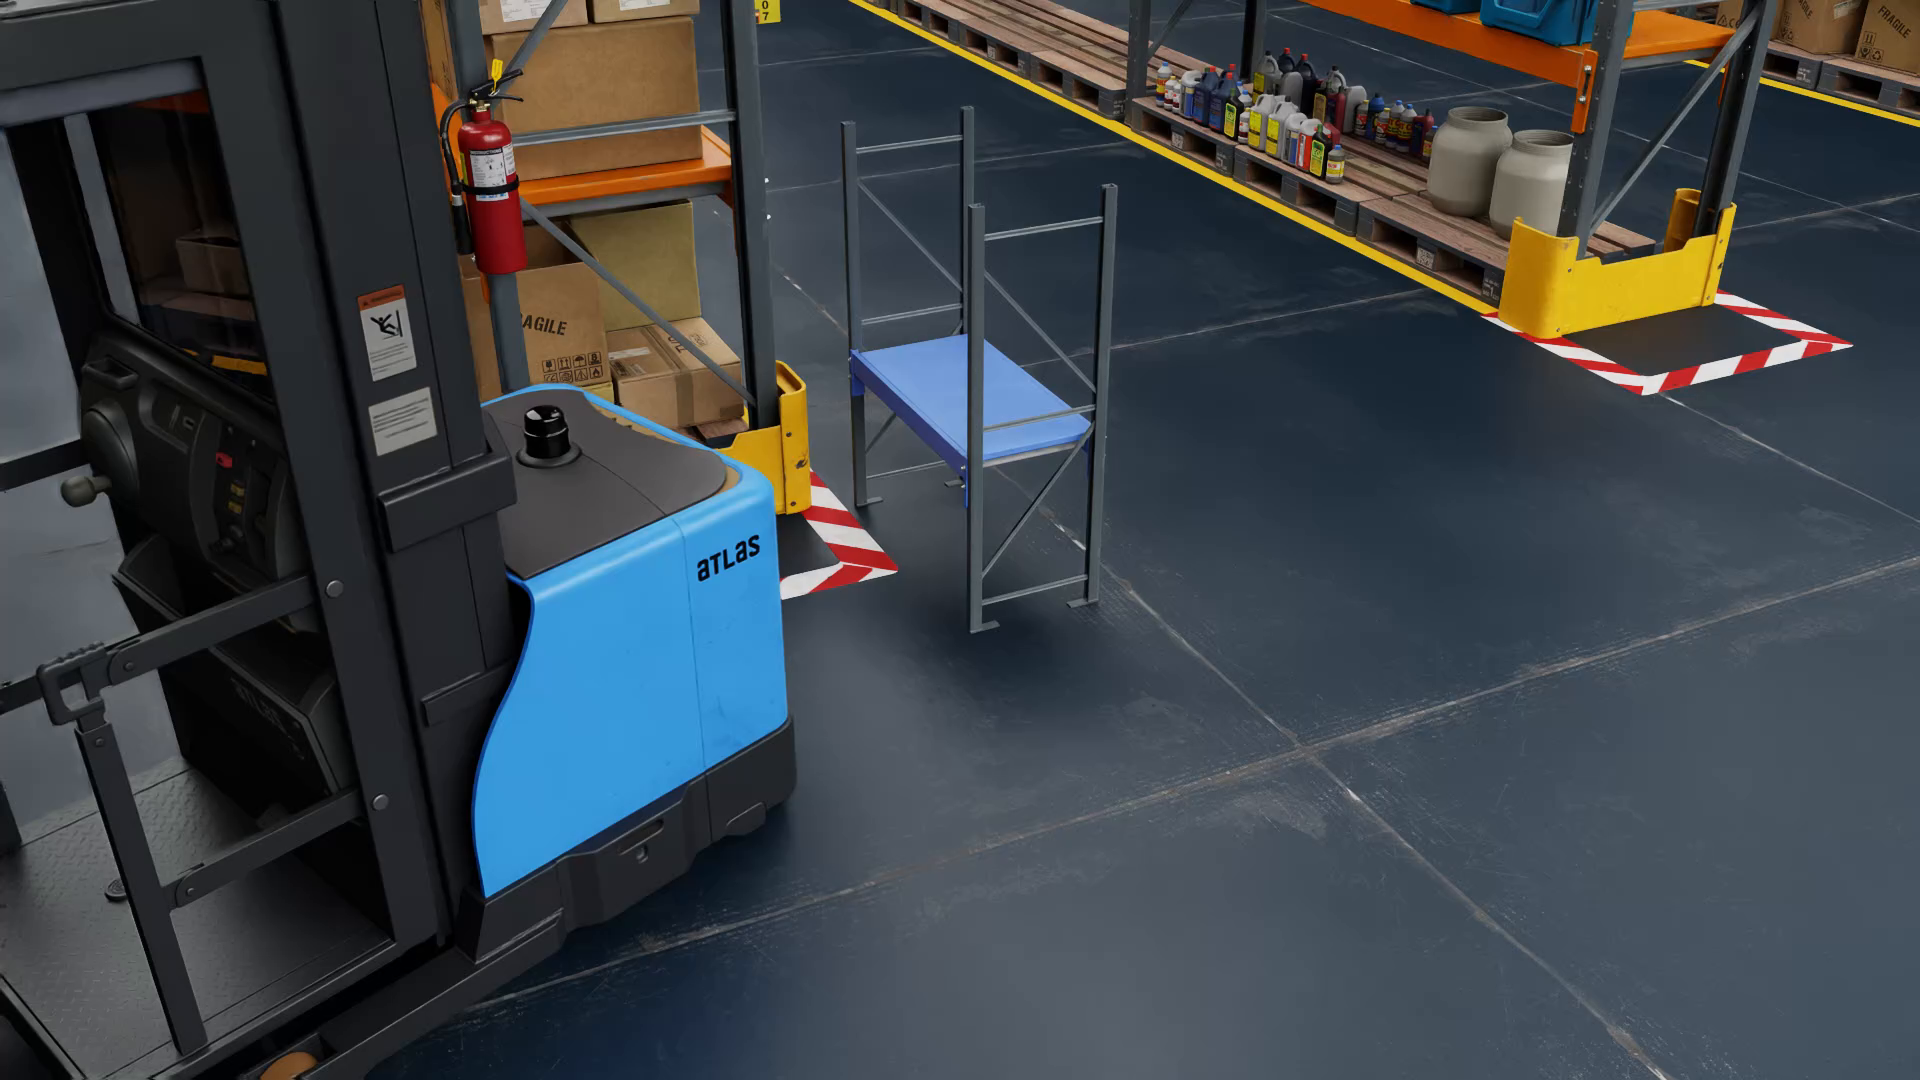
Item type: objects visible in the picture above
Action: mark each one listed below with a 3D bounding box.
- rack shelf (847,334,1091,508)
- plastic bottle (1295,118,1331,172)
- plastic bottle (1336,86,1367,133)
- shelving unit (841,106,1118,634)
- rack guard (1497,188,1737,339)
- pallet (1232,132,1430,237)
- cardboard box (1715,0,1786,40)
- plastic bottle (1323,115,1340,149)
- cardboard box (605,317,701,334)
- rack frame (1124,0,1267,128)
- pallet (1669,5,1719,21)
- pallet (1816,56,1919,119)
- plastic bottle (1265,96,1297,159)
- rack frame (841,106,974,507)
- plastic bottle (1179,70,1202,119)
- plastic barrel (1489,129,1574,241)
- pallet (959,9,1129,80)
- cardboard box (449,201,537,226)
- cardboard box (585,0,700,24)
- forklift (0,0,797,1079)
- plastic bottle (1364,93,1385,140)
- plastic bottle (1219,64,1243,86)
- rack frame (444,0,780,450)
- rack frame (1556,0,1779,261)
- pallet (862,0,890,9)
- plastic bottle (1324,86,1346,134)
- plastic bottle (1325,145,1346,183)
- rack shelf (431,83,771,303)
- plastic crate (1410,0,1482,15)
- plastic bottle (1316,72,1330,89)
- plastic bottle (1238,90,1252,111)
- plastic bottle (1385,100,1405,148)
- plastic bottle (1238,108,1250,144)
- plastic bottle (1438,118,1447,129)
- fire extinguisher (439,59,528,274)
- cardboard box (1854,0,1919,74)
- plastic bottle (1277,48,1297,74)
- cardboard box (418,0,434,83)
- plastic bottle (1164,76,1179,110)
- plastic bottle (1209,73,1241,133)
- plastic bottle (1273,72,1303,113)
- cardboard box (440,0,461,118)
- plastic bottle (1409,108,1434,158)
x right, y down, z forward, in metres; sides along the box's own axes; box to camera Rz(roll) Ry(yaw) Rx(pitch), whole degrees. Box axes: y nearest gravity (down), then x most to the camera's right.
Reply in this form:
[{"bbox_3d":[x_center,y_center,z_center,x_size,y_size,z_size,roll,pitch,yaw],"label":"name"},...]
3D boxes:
[{"bbox_3d":[0.037,-0.460,5.904,0.538,0.185,1.000,-13,32,-22],"label":"rack shelf"},{"bbox_3d":[2.038,-2.275,9.576,0.152,0.276,0.135,-13,32,-22],"label":"plastic bottle"},{"bbox_3d":[2.412,-2.682,10.301,0.152,0.276,0.135,-12,32,-21],"label":"plastic bottle"},{"bbox_3d":[0.037,-0.616,5.816,0.538,1.500,1.048,-13,32,-22],"label":"shelving unit"},{"bbox_3d":[3.230,-1.369,8.179,1.175,0.500,0.348,-13,32,-22],"label":"rack guard"},{"bbox_3d":[2.366,-2.141,9.852,1.003,0.211,1.213,-13,32,-22],"label":"pallet"},{"bbox_3d":[6.197,-4.150,12.710,0.500,0.500,0.500,-14,32,-23],"label":"cardboard box"},{"bbox_3d":[2.133,-2.301,9.614,0.061,0.283,0.133,-13,32,-22],"label":"plastic bottle"},{"bbox_3d":[-1.417,-0.884,7.142,0.500,0.250,0.500,-13,32,-22],"label":"cardboard box"},{"bbox_3d":[1.588,-4.202,10.677,1.000,3.000,0.127,-13,32,-22],"label":"rack frame"},{"bbox_3d":[5.726,-4.369,13.826,1.003,0.211,1.213,-13,32,-22],"label":"pallet"},{"bbox_3d":[6.909,-3.197,11.735,1.003,0.211,1.213,-13,32,-22],"label":"pallet"},{"bbox_3d":[1.903,-2.442,9.796,0.144,0.351,0.185,-12,31,-20],"label":"plastic bottle"},{"bbox_3d":[-0.182,-0.841,6.216,0.500,1.500,0.032,-13,32,-22],"label":"rack frame"},{"bbox_3d":[1.493,-2.836,10.576,0.152,0.276,0.135,-12,31,-20],"label":"plastic bottle"},{"bbox_3d":[2.954,-1.808,8.521,0.421,0.512,0.421,0,29,0],"label":"plastic barrel"},{"bbox_3d":[0.688,-3.864,12.925,1.003,0.211,1.213,-13,32,-22],"label":"pallet"},{"bbox_3d":[-2.111,-1.321,7.154,0.500,0.500,0.500,-13,32,-22],"label":"cardboard box"},{"bbox_3d":[-1.144,-1.942,5.881,0.380,0.149,0.250,-13,32,-22],"label":"cardboard box"},{"bbox_3d":[-1.839,-0.137,3.498,1.130,2.935,3.031,24,37,36],"label":"forklift"},{"bbox_3d":[2.531,-2.588,10.139,0.097,0.271,0.097,0,29,0],"label":"plastic bottle"},{"bbox_3d":[1.690,-2.825,10.480,0.144,0.351,0.185,-13,32,-22],"label":"plastic bottle"},{"bbox_3d":[-1.170,-1.397,5.674,1.000,3.000,0.127,-13,32,-22],"label":"rack frame"},{"bbox_3d":[3.305,-2.435,7.526,1.000,3.000,0.127,-13,32,-22],"label":"rack frame"},{"bbox_3d":[-0.505,-5.092,15.115,1.003,0.211,1.213,-13,32,-22],"label":"pallet"},{"bbox_3d":[2.316,-2.663,10.259,0.061,0.283,0.133,-13,32,-22],"label":"plastic bottle"},{"bbox_3d":[2.121,-2.126,9.385,0.097,0.201,0.097,0,29,0],"label":"plastic bottle"},{"bbox_3d":[-2.029,-1.966,7.425,1.077,0.370,4.000,-13,32,-22],"label":"rack shelf"},{"bbox_3d":[2.547,-2.817,8.358,0.499,0.251,0.408,-13,32,-22],"label":"plastic crate"},{"bbox_3d":[2.315,-2.837,10.570,0.061,0.283,0.133,-11,31,-19],"label":"plastic bottle"},{"bbox_3d":[1.738,-2.620,10.195,0.097,0.271,0.097,0,29,0],"label":"plastic bottle"},{"bbox_3d":[2.618,-2.499,9.979,0.097,0.271,0.097,0,29,0],"label":"plastic bottle"},{"bbox_3d":[1.741,-2.516,10.082,0.097,0.201,0.097,0,29,0],"label":"plastic bottle"},{"bbox_3d":[2.808,-2.303,9.630,0.097,0.271,0.097,0,29,0],"label":"plastic bottle"},{"bbox_3d":[-1.539,-1.213,5.426,0.296,0.674,0.183,-13,32,-22],"label":"fire extinguisher"},{"bbox_3d":[6.787,-3.641,11.802,0.500,0.500,0.500,-16,33,-26],"label":"cardboard box"},{"bbox_3d":[2.125,-3.015,10.818,0.144,0.351,0.185,-14,32,-23],"label":"plastic bottle"},{"bbox_3d":[-2.026,-2.333,7.241,0.700,0.500,0.500,-12,31,-21],"label":"cardboard box"},{"bbox_3d":[1.373,-2.896,10.758,0.097,0.201,0.097,0,29,0],"label":"plastic bottle"},{"bbox_3d":[1.641,-2.712,10.277,0.144,0.351,0.185,-15,32,-24],"label":"plastic bottle"},{"bbox_3d":[2.084,-2.855,10.610,0.152,0.276,0.135,-13,32,-22],"label":"plastic bottle"},{"bbox_3d":[-1.589,-1.880,6.434,0.700,0.500,0.500,-12,32,-21],"label":"cardboard box"},{"bbox_3d":[2.728,-2.412,9.813,0.061,0.283,0.133,-13,32,-21],"label":"plastic bottle"}]
